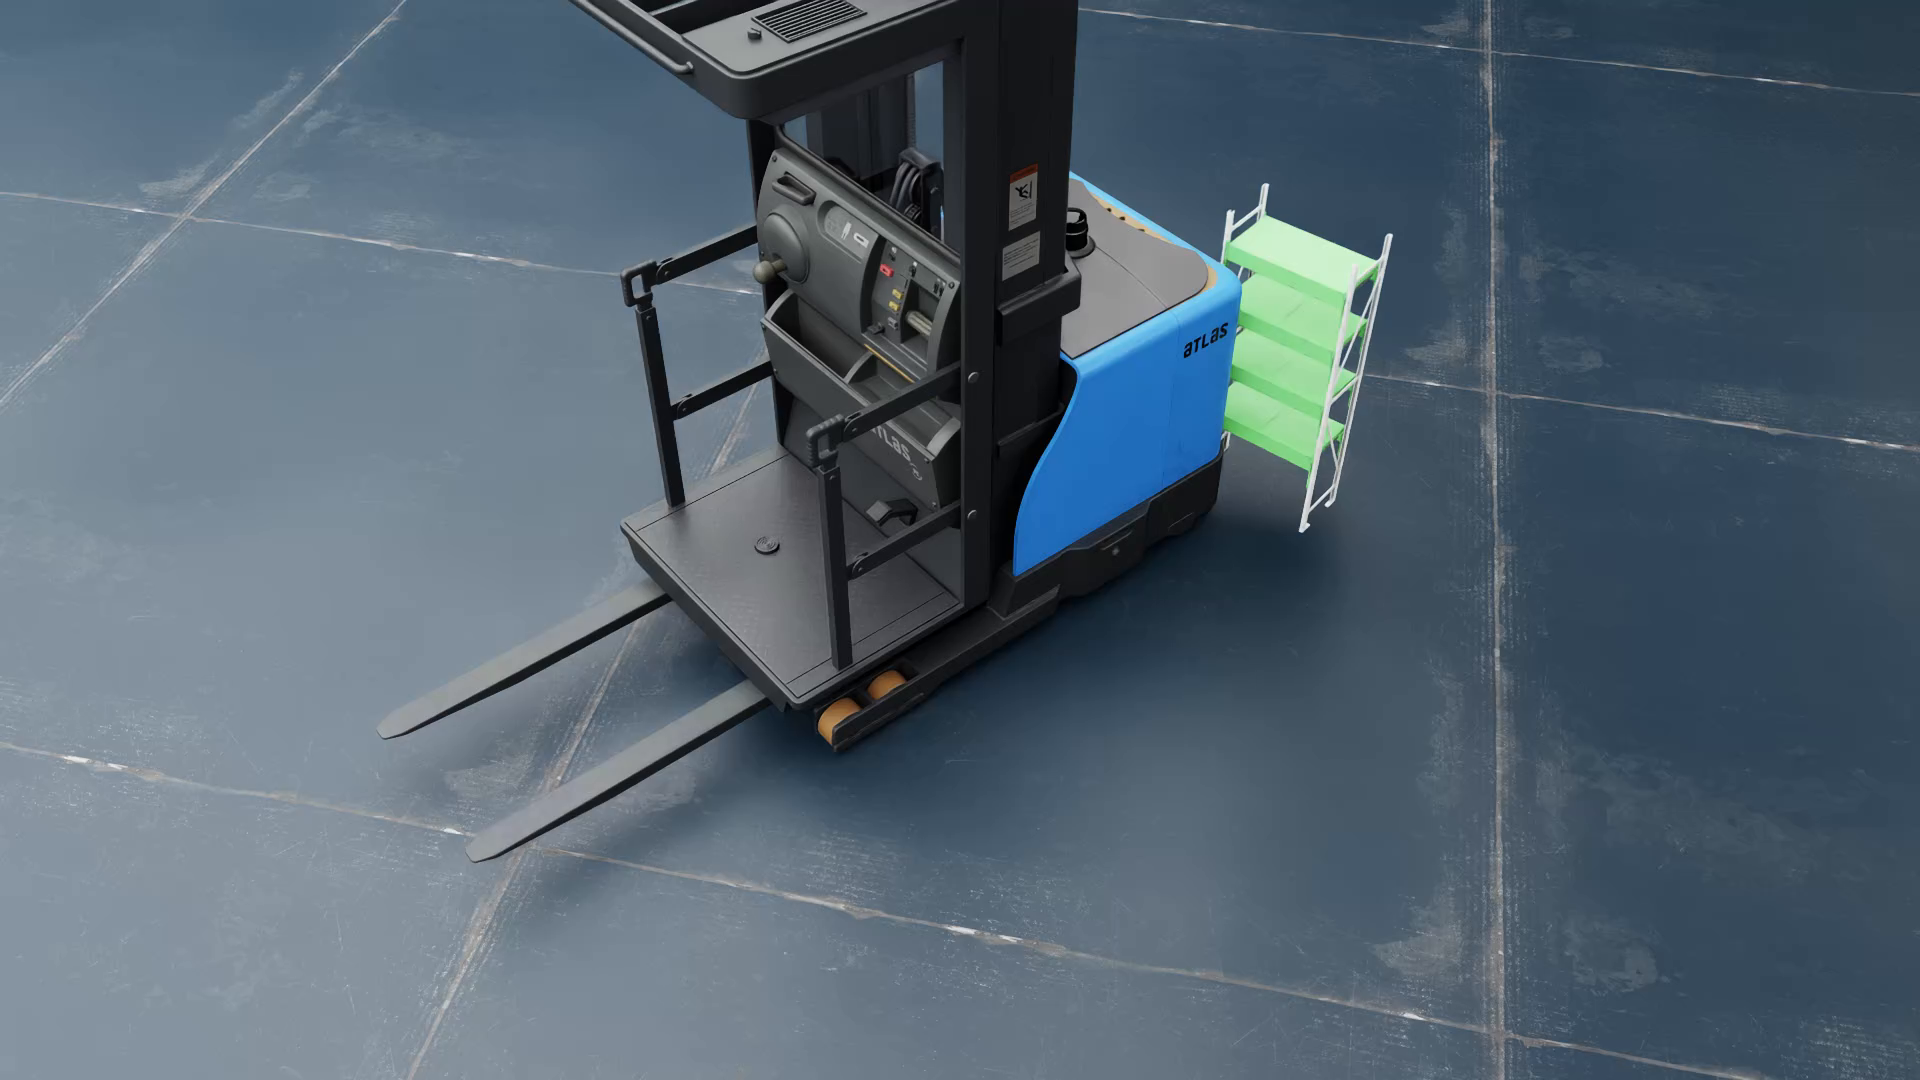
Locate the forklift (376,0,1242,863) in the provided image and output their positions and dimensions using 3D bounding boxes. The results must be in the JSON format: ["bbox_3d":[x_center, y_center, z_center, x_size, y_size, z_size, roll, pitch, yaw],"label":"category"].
[{"bbox_3d":[-0.484,-0.781,4.948,3.031,2.935,1.130,-30,51,-27],"label":"forklift"}]

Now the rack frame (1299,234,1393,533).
[{"bbox_3d":[1.366,-0.528,5.932,0.015,1.200,0.240,30,51,28],"label":"rack frame"}]

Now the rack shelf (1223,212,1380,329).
[{"bbox_3d":[1.182,-0.939,5.758,0.480,0.148,0.258,30,51,28],"label":"rack shelf"}]

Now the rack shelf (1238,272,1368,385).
[{"bbox_3d":[1.180,-0.765,5.923,0.480,0.148,0.258,30,51,28],"label":"rack shelf"}]

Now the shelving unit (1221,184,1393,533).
[{"bbox_3d":[1.179,-0.637,6.044,0.503,1.200,0.258,30,51,28],"label":"shelving unit"}]

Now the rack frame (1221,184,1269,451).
[{"bbox_3d":[0.992,-0.745,6.157,0.015,1.200,0.240,30,51,28],"label":"rack frame"}]

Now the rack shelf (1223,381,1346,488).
[{"bbox_3d":[1.177,-0.416,6.253,0.480,0.148,0.258,30,51,28],"label":"rack shelf"}]

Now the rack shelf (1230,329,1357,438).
[{"bbox_3d":[1.179,-0.590,6.088,0.480,0.148,0.258,30,51,28],"label":"rack shelf"}]
